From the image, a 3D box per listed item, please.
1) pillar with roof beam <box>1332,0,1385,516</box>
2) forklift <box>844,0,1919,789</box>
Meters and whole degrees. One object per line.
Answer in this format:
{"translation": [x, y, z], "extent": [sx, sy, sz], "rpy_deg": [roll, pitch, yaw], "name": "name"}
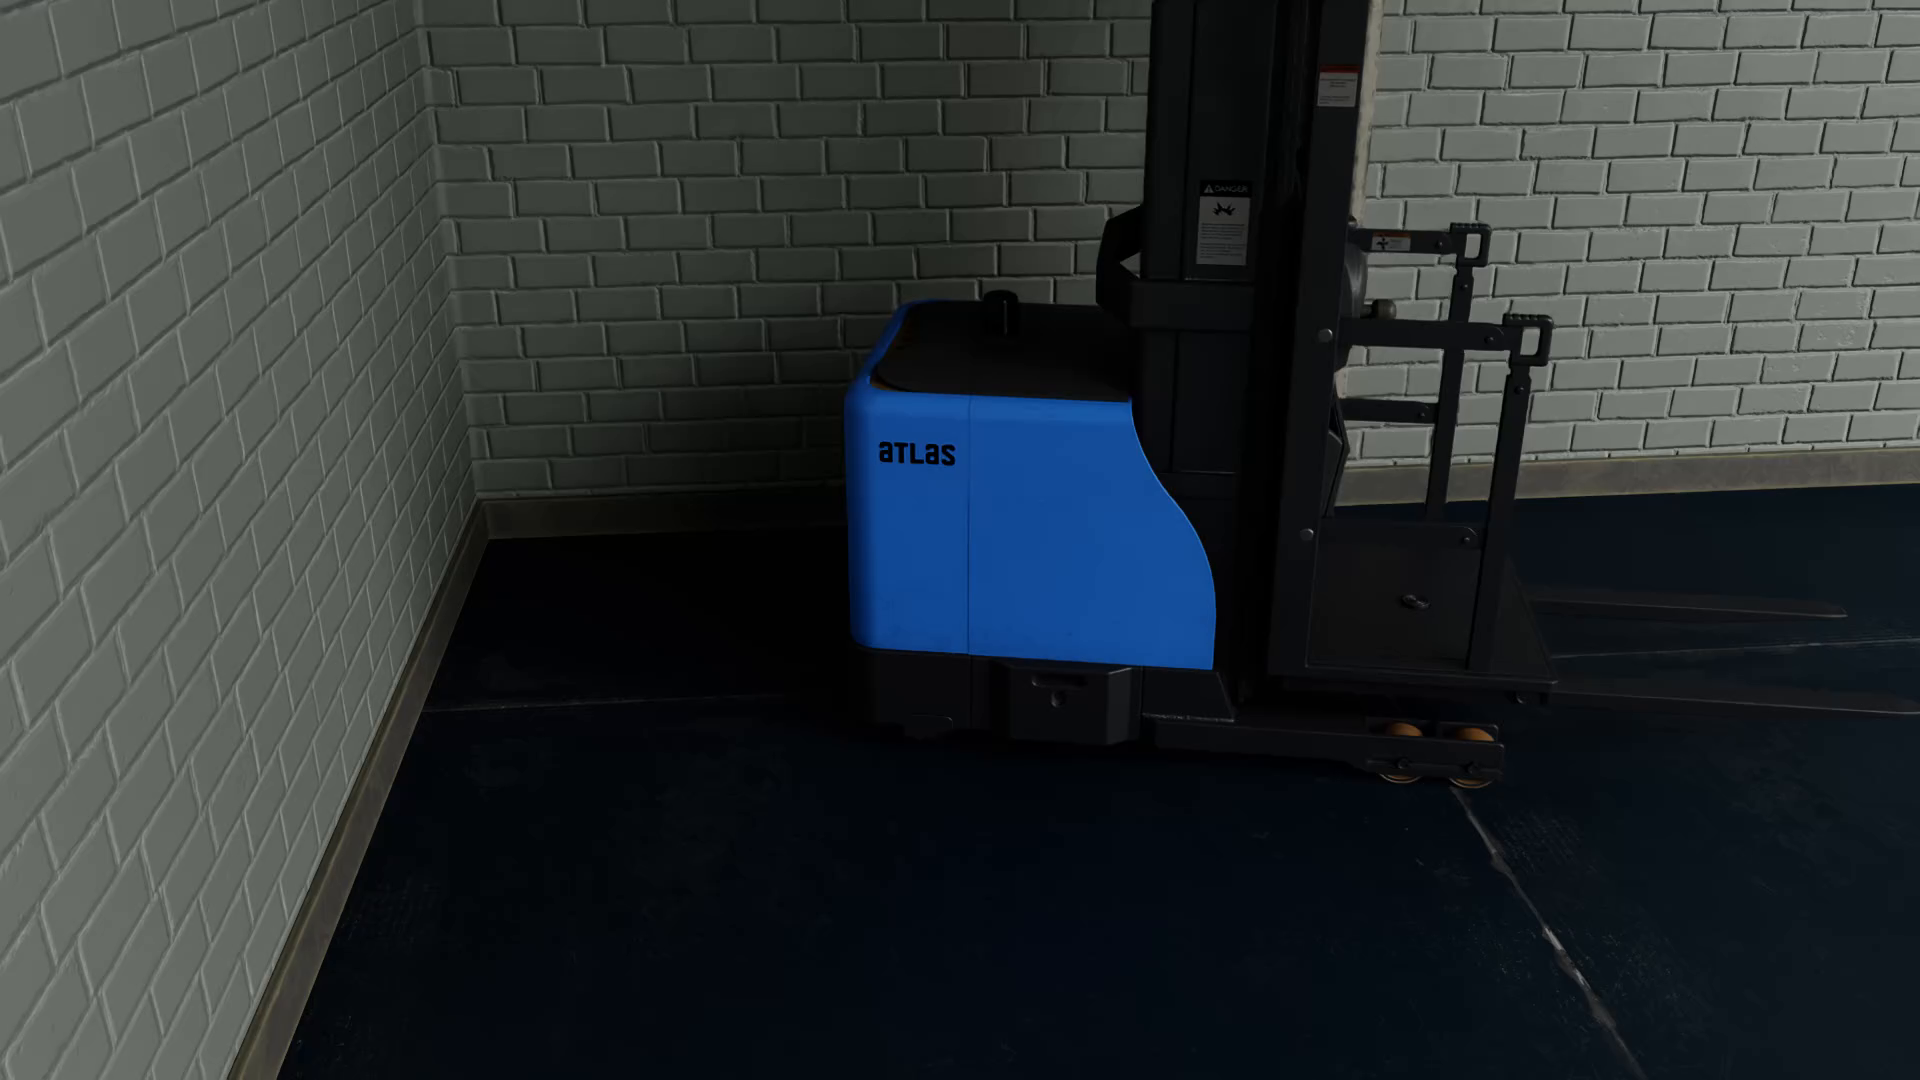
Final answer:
{"translation": [1.620, -2.446, 0.675], "extent": [0.400, 9.000, 9.100], "rpy_deg": [-2, 24, -5], "name": "pillar with roof beam"}
{"translation": [1.225, -0.871, 4.600], "extent": [3.031, 2.935, 1.130], "rpy_deg": [3, 24, 7], "name": "forklift"}
